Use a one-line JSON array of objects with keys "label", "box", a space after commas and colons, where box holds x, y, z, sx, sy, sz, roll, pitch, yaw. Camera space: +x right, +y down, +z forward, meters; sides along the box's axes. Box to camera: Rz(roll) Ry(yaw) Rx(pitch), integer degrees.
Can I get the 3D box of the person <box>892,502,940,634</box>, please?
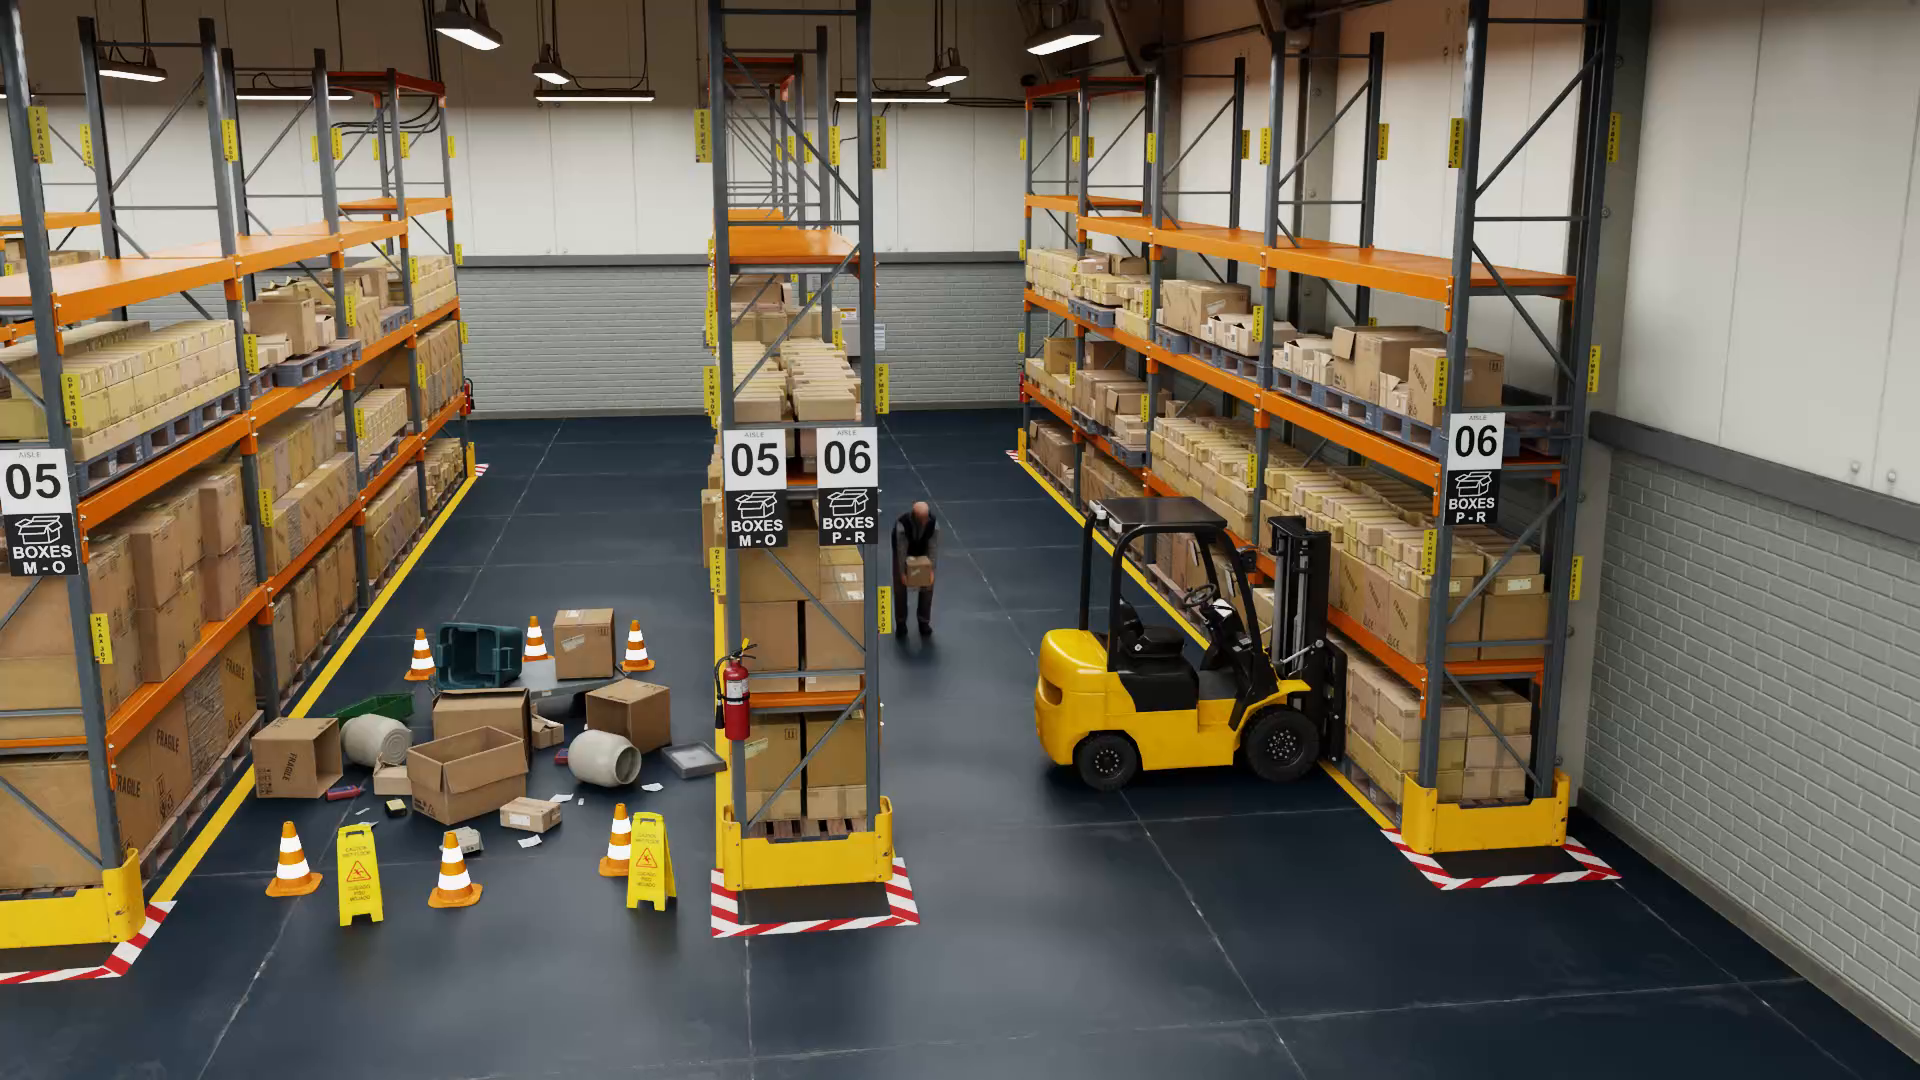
[{"label": "person", "box": [-0.455, 0.273, 17.394, 0.468, 1.486, 0.800, -2, 13, -9]}]
